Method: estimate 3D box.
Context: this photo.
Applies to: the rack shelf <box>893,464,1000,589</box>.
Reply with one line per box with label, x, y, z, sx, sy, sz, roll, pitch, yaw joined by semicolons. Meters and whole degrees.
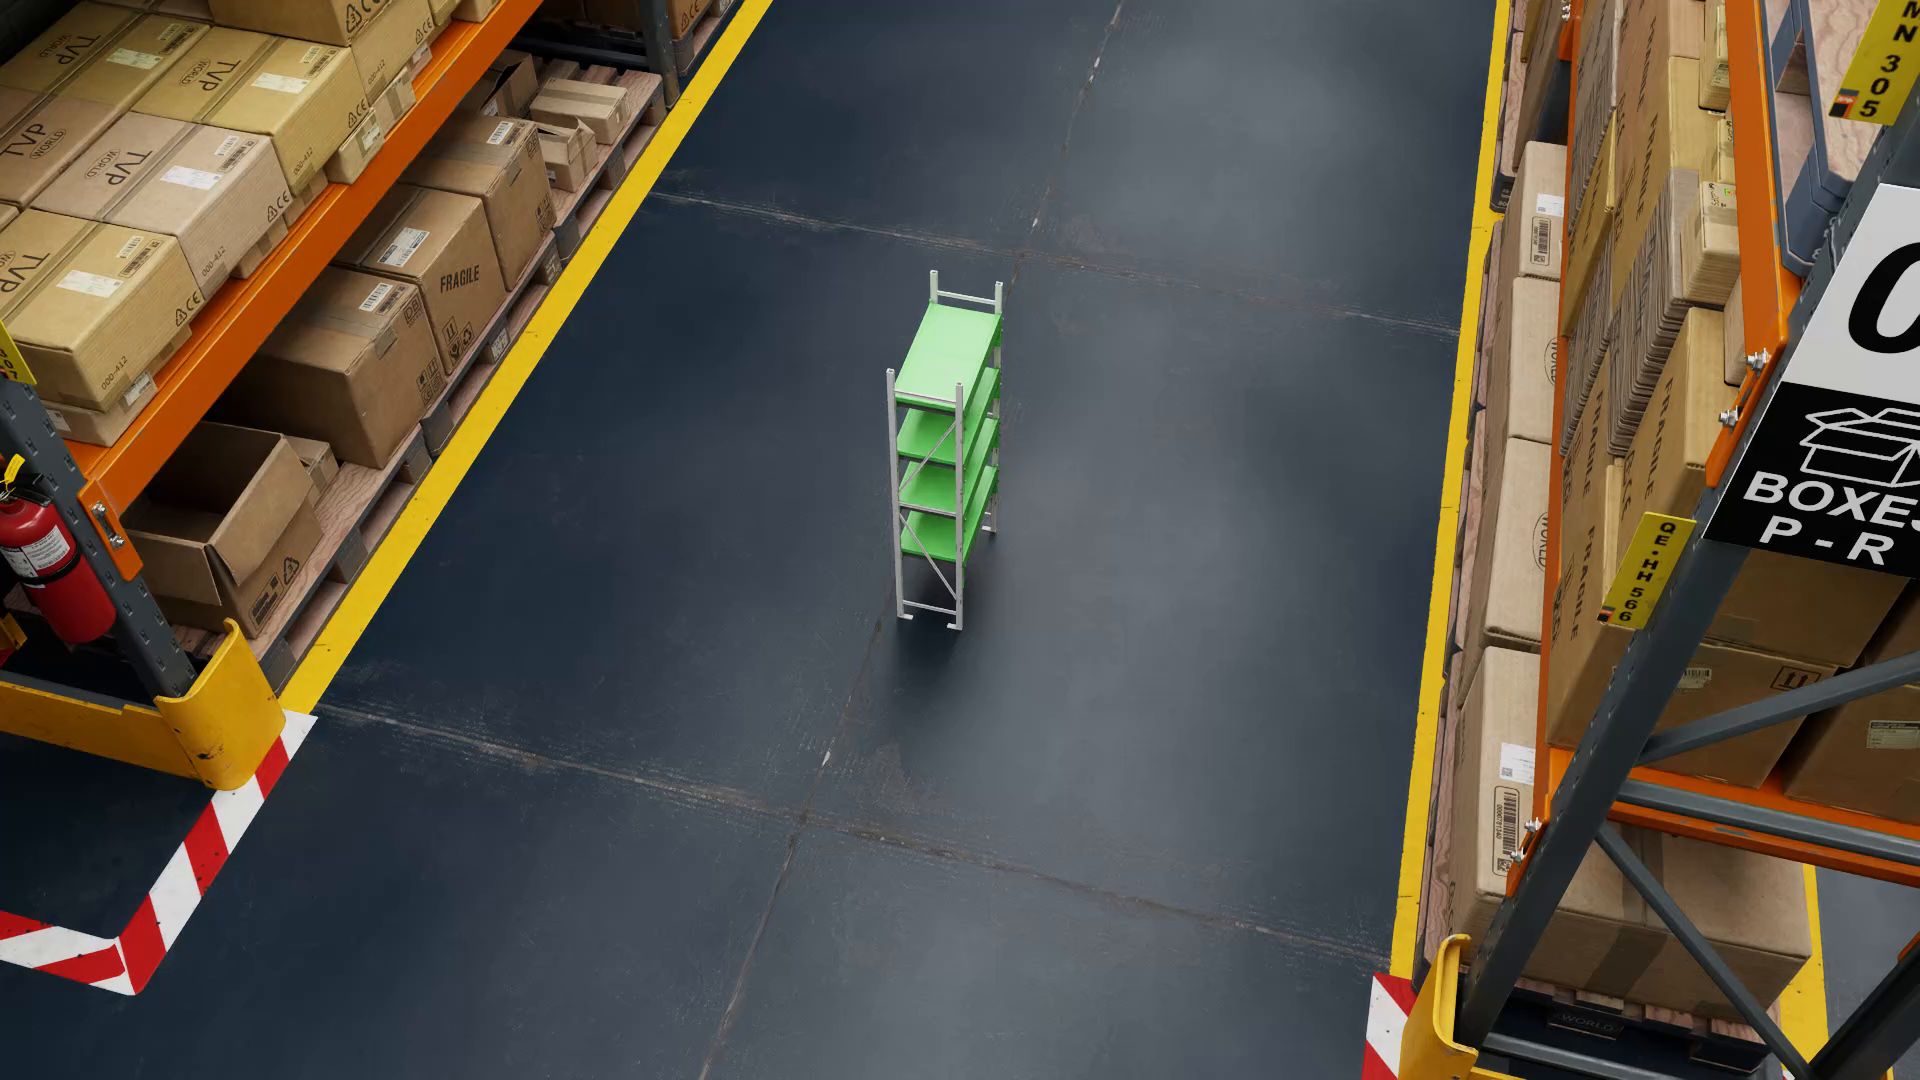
rack shelf;-0.044;-0.076;5.922;0.258;0.148;0.480;12;50;10

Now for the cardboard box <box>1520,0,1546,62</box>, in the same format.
cardboard box;3.235;-2.805;7.862;0.875;0.875;0.875;13;50;11

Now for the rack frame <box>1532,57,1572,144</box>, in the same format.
rack frame;2.918;-2.250;6.235;1.000;3.000;0.127;12;50;10

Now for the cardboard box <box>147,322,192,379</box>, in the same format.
cardboard box;-2.550;-0.627;4.970;0.380;0.149;0.250;13;50;11

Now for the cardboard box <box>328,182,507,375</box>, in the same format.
cardboard box;-2.173;-1.042;6.556;0.500;0.500;0.500;12;50;11

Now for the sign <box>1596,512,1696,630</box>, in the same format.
sign;1.346;0.065;3.262;0.100;0.325;0.005;12;50;10

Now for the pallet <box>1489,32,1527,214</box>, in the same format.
pallet;3.049;-1.900;7.786;1.003;0.211;1.213;12;50;10

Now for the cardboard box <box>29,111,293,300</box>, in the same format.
cardboard box;-2.412;-1.022;5.053;0.500;0.250;0.500;12;50;10

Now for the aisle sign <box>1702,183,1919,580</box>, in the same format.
aisle sign;1.548;-0.226;2.715;0.394;0.787;0.004;12;50;10

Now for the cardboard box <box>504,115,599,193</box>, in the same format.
cardboard box;-1.828;-1.742;7.330;0.396;0.266;0.258;13;50;11

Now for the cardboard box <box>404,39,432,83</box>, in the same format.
cardboard box;-2.135;-1.750;5.962;0.380;0.149;0.250;11;50;10

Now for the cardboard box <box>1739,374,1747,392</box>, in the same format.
cardboard box;1.767;-0.234;3.290;0.380;0.149;0.250;12;50;11

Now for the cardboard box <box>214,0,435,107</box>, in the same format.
cardboard box;-2.168;-1.763;5.707;0.500;0.250;0.500;10;49;9

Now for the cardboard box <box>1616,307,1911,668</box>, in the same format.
cardboard box;1.763;-0.116;3.618;0.500;0.500;0.500;13;50;11

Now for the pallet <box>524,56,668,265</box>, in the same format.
pallet;-2.053;-1.807;7.704;1.003;0.211;1.213;12;50;10

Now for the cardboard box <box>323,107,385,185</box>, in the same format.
cardboard box;-2.186;-1.356;5.614;0.380;0.149;0.250;10;49;9

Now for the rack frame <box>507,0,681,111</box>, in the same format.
rack frame;-1.871;-3.227;7.097;1.000;3.000;0.127;12;50;10

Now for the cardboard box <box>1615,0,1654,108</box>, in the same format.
cardboard box;2.275;-1.585;4.914;0.500;0.500;0.500;12;50;11

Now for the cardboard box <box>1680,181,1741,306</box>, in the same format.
cardboard box;1.797;-0.626;3.636;0.380;0.149;0.250;11;50;10

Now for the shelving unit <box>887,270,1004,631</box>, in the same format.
shelving unit;-0.044;-0.277;5.694;0.258;1.200;0.503;12;50;10

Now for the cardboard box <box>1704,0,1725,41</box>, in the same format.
cardboard box;2.137;-1.354;4.278;0.380;0.149;0.250;13;50;11

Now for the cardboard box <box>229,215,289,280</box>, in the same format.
cardboard box;-2.389;-0.995;5.295;0.380;0.149;0.250;13;50;11

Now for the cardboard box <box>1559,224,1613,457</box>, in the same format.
cardboard box;2.010;-0.525;4.646;0.500;0.500;0.500;13;50;11

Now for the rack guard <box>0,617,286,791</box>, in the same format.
rack guard;-2.904;0.439;5.529;1.175;0.500;0.348;12;50;10

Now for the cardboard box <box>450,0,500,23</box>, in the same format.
cardboard box;-1.939;-2.103;6.273;0.380;0.149;0.250;11;49;9

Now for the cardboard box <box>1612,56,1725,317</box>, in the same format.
cardboard box;2.005;-0.857;4.272;0.500;0.500;0.500;11;50;10

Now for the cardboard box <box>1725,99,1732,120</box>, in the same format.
cardboard box;2.040;-0.975;3.944;0.380;0.149;0.250;11;50;10

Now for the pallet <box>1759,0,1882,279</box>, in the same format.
pallet;2.051;-0.858;3.065;1.003;0.211;1.213;12;50;10

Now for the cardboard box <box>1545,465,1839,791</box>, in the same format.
cardboard box;1.737;0.209;3.998;0.500;0.500;0.500;12;50;10

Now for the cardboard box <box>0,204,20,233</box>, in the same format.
cardboard box;-3.059;-0.767;4.828;0.500;0.250;0.500;13;50;11

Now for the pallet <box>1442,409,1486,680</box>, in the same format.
pallet;2.324;0.093;6.027;1.003;0.211;1.213;12;50;10

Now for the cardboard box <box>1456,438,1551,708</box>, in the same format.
cardboard box;2.176;0.192;5.509;0.875;0.438;0.875;13;50;11

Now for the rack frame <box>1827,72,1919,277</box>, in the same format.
rack frame;1.866;-1.342;1.432;1.000;3.000;0.127;12;50;10

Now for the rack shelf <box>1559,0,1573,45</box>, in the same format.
rack shelf;3.445;-3.458;7.781;1.077;0.370;4.000;12;50;10

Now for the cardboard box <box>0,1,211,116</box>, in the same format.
cardboard box;-2.787;-1.497;5.472;0.500;0.250;0.500;13;50;11

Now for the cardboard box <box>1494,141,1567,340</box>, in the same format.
cardboard box;2.650;-1.108;6.656;0.875;0.438;0.875;11;49;9

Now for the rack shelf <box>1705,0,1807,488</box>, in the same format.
rack shelf;2.392;-1.558;4.103;1.077;0.370;4.000;12;50;10

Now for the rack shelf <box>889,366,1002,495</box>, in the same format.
rack shelf;-0.044;-0.394;5.562;0.258;0.148;0.480;12;50;10

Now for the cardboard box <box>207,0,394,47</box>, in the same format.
cardboard box;-2.150;-1.990;5.407;0.500;0.500;0.500;13;50;11

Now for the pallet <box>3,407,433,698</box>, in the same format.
pallet;-2.695;-0.042;6.147;1.003;0.211;1.213;12;50;10

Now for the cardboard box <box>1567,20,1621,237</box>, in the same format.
cardboard box;2.269;-1.273;5.307;0.500;0.500;0.500;12;50;10

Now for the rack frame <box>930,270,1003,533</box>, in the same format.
rack frame;0.021;-0.454;5.850;0.240;1.200;0.015;12;50;10

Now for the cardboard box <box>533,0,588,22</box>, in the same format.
cardboard box;-2.027;-2.952;8.242;0.500;0.500;0.500;11;50;10

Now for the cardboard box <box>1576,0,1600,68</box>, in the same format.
cardboard box;2.542;-1.995;5.944;0.500;0.500;0.500;13;50;11

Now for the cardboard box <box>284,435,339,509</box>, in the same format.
cardboard box;-2.522;-0.252;6.093;0.380;0.149;0.250;10;49;9

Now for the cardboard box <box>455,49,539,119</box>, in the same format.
cardboard box;-2.273;-2.045;7.567;0.500;0.311;0.500;13;50;11
